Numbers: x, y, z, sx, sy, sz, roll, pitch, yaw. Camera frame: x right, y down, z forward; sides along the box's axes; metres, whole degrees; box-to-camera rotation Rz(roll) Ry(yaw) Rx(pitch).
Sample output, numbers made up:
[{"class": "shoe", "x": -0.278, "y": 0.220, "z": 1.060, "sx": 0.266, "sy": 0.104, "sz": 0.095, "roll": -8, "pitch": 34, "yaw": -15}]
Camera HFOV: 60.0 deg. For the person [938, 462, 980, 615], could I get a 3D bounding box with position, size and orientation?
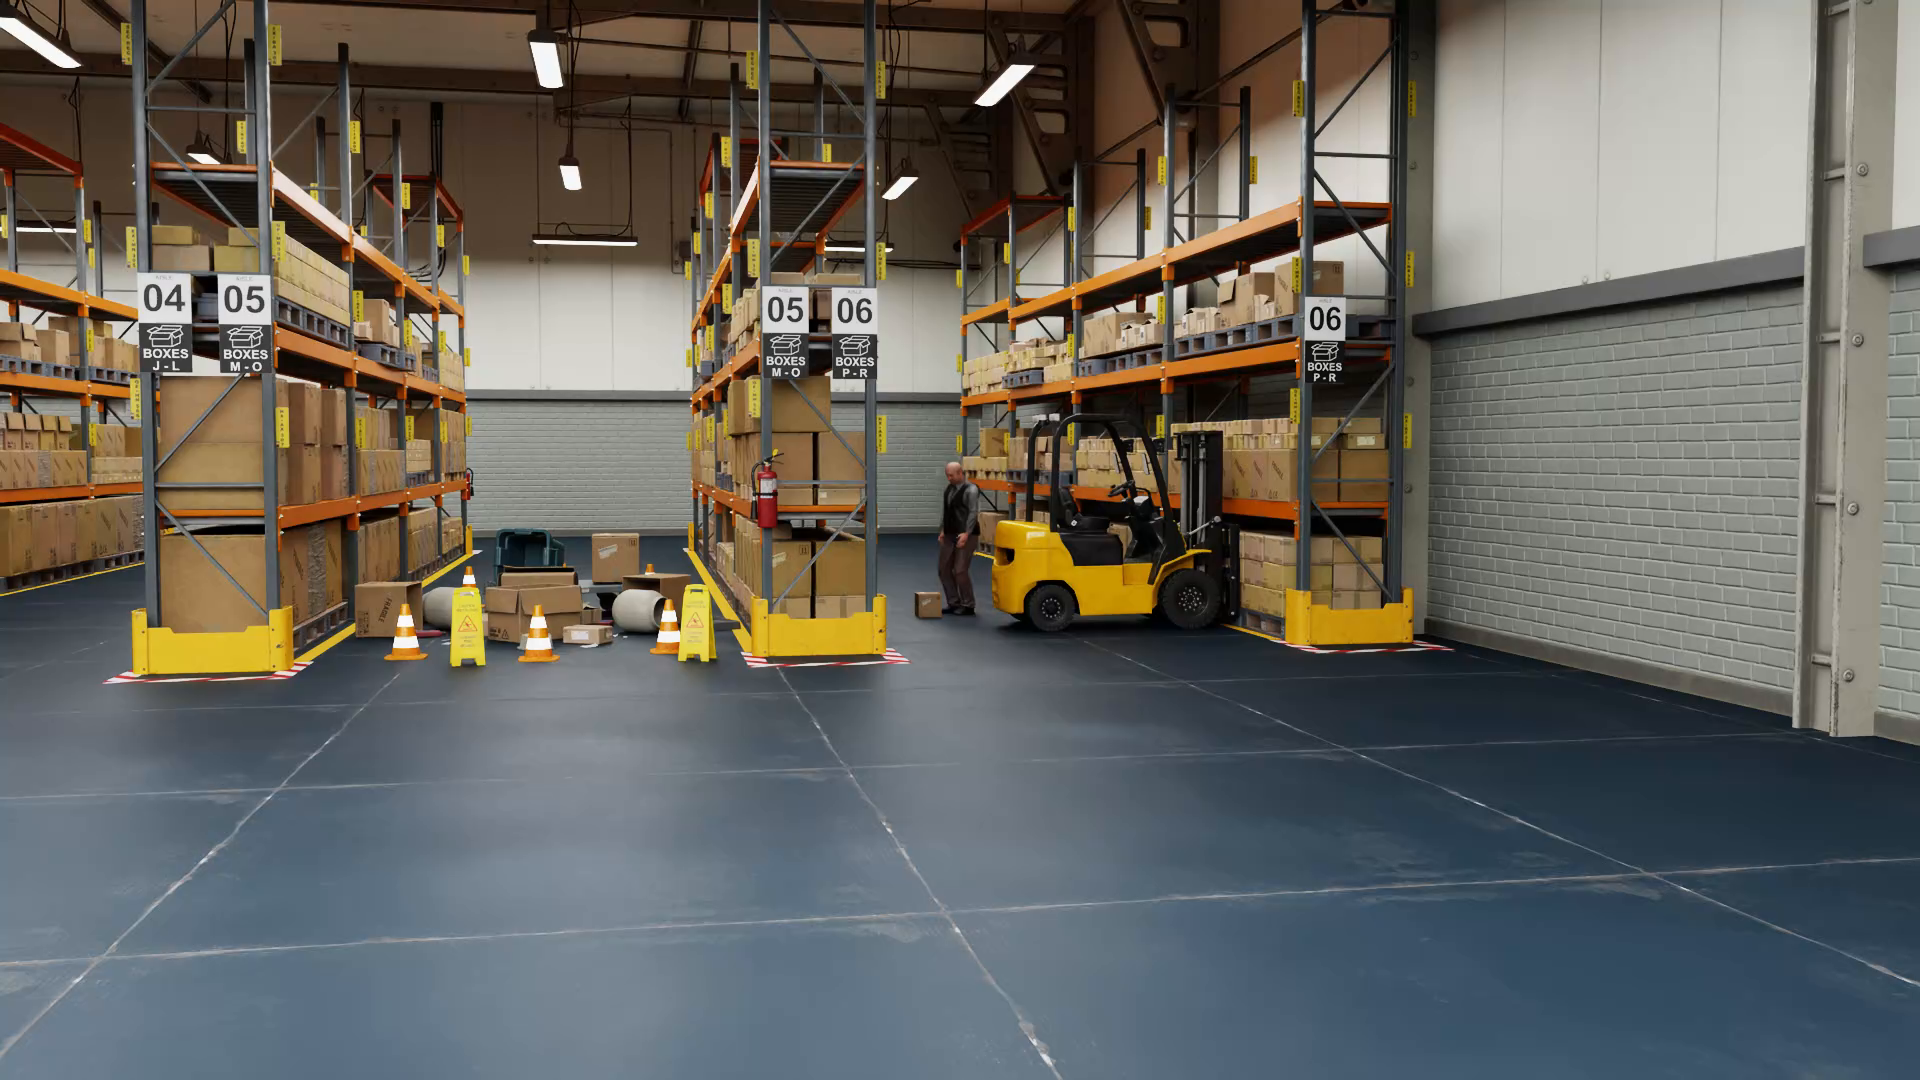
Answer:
[{"class": "person", "x": 0.001, "y": -0.021, "z": 18.250, "sx": 0.423, "sy": 1.678, "sz": 0.556, "roll": -2, "pitch": 4, "yaw": -39}]
